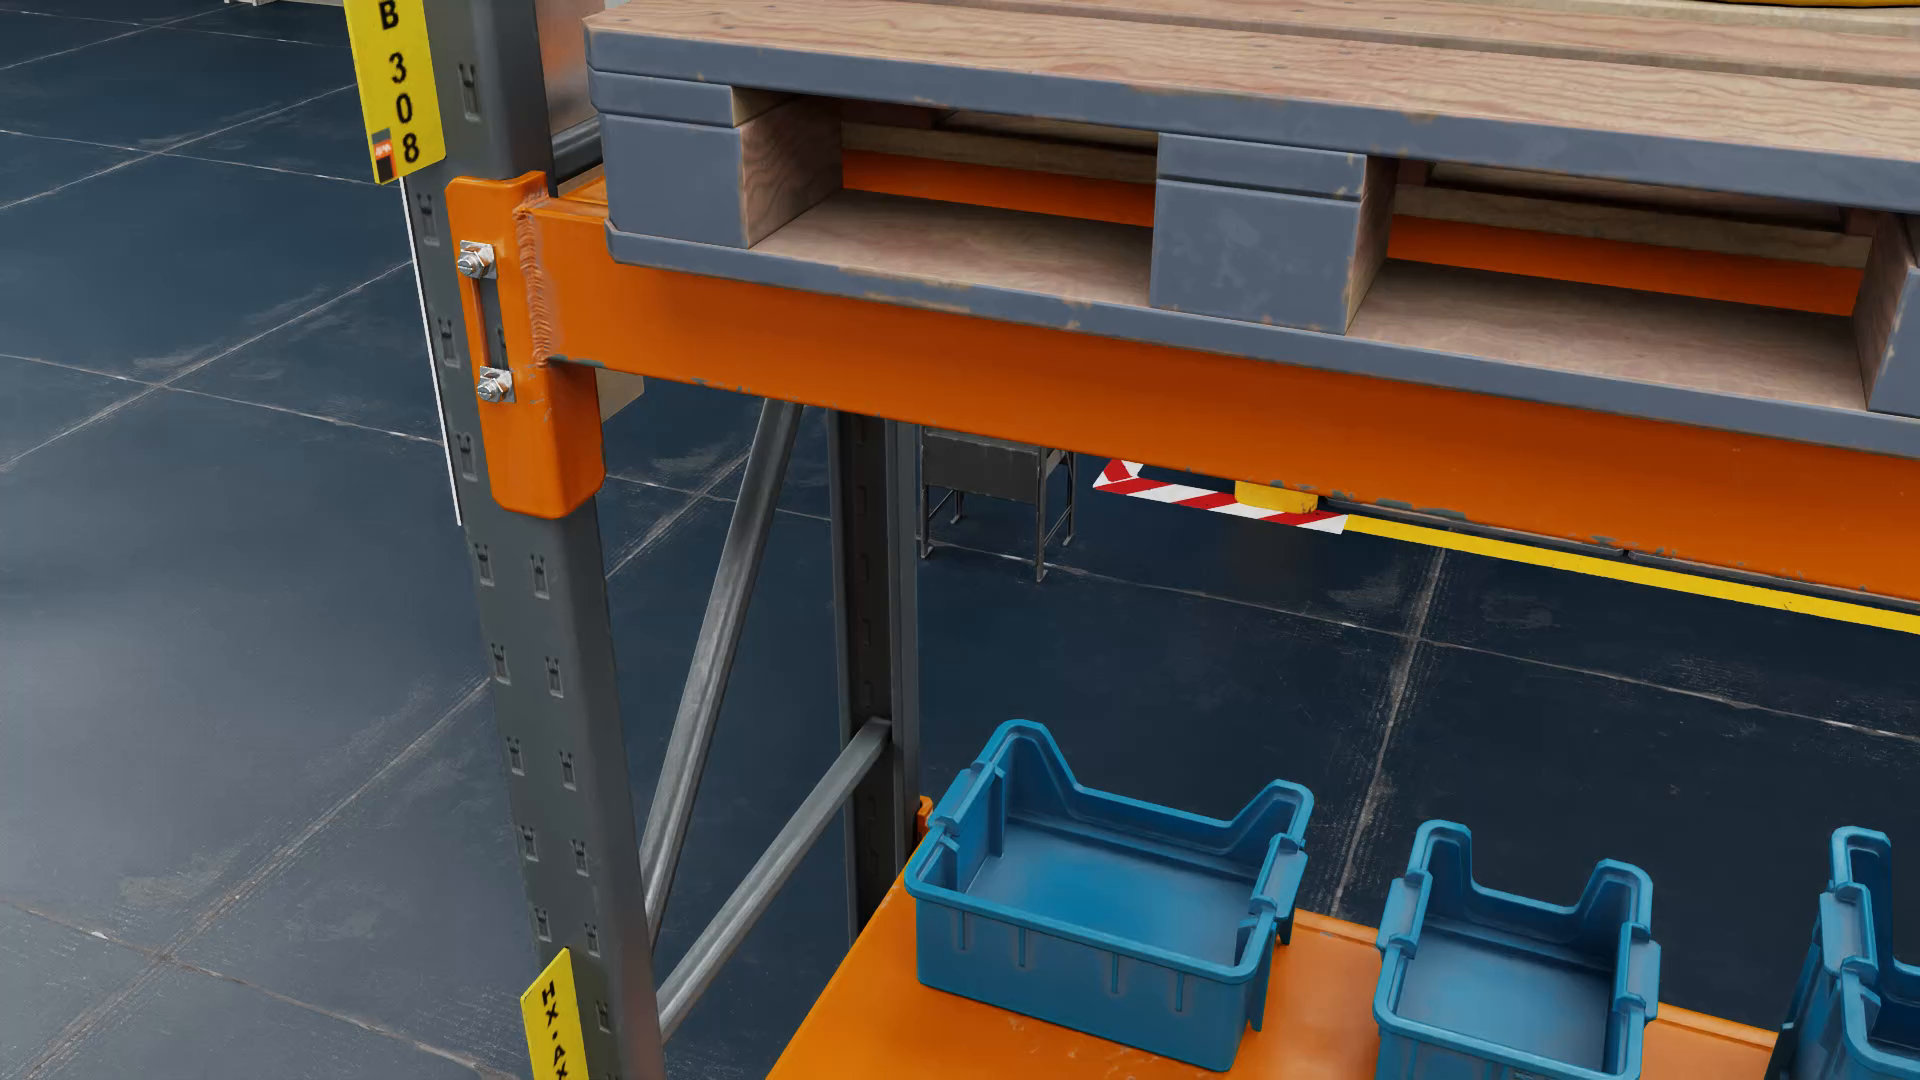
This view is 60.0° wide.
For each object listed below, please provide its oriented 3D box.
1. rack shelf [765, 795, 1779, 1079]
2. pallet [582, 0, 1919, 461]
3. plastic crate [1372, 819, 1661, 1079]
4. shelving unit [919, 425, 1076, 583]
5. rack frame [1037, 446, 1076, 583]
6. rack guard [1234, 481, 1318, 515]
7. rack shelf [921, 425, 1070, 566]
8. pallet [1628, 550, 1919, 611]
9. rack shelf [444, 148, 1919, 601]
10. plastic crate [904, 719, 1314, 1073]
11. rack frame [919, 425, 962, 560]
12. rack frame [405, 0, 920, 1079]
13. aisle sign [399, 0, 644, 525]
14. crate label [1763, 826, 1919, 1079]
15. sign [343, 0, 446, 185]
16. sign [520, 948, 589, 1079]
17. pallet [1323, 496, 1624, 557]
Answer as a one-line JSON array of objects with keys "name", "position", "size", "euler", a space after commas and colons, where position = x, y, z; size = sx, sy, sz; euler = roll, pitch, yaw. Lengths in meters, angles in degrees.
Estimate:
[{"name": "rack shelf", "position": [1.535, 1.245, 2.229], "size": [4.000, 0.370, 1.077], "euler": [11, 31, 19]}, {"name": "pallet", "position": [0.412, -0.464, 1.666], "size": [1.213, 0.211, 1.003], "euler": [11, 31, 19]}, {"name": "plastic crate", "position": [0.858, 0.706, 2.604], "size": [0.408, 0.251, 0.499], "euler": [11, 31, 19]}, {"name": "shelving unit", "position": [0.153, -0.883, 6.179], "size": [0.503, 2.100, 0.431], "euler": [11, 31, 19]}, {"name": "rack frame", "position": [0.379, -0.838, 6.099], "size": [0.015, 2.100, 0.400], "euler": [11, 31, 19]}, {"name": "rack guard", "position": [1.526, -0.612, 7.324], "size": [0.348, 0.500, 1.175], "euler": [11, 31, 19]}, {"name": "rack shelf", "position": [0.153, -0.262, 6.530], "size": [0.480, 0.518, 0.431], "euler": [11, 31, 19]}, {"name": "pallet", "position": [3.399, -0.133, 6.770], "size": [1.213, 0.211, 1.003], "euler": [11, 31, 19]}, {"name": "rack shelf", "position": [1.535, -0.060, 1.491], "size": [4.000, 0.370, 1.077], "euler": [11, 31, 19]}, {"name": "plastic crate", "position": [0.259, 0.583, 2.821], "size": [0.616, 0.251, 0.499], "euler": [11, 31, 19]}, {"name": "rack frame", "position": [-0.073, -0.929, 6.259], "size": [0.015, 2.100, 0.400], "euler": [11, 31, 19]}, {"name": "rack frame", "position": [-0.319, 0.564, 2.704], "size": [0.053, 2.616, 0.949], "euler": [11, 31, 19]}, {"name": "aisle sign", "position": [-0.495, -0.449, 1.854], "size": [0.004, 0.787, 0.394], "euler": [11, 31, 19]}, {"name": "crate label", "position": [1.489, 0.764, 2.314], "size": [0.616, 0.435, 0.502], "euler": [11, 31, 19]}, {"name": "sign", "position": [-0.529, -0.497, 1.524], "size": [0.005, 0.325, 0.100], "euler": [11, 31, 19]}, {"name": "sign", "position": [-0.529, 0.692, 2.196], "size": [0.005, 0.325, 0.100], "euler": [11, 31, 19]}, {"name": "pallet", "position": [2.272, -0.359, 7.171], "size": [1.213, 0.211, 1.003], "euler": [11, 31, 19]}]
